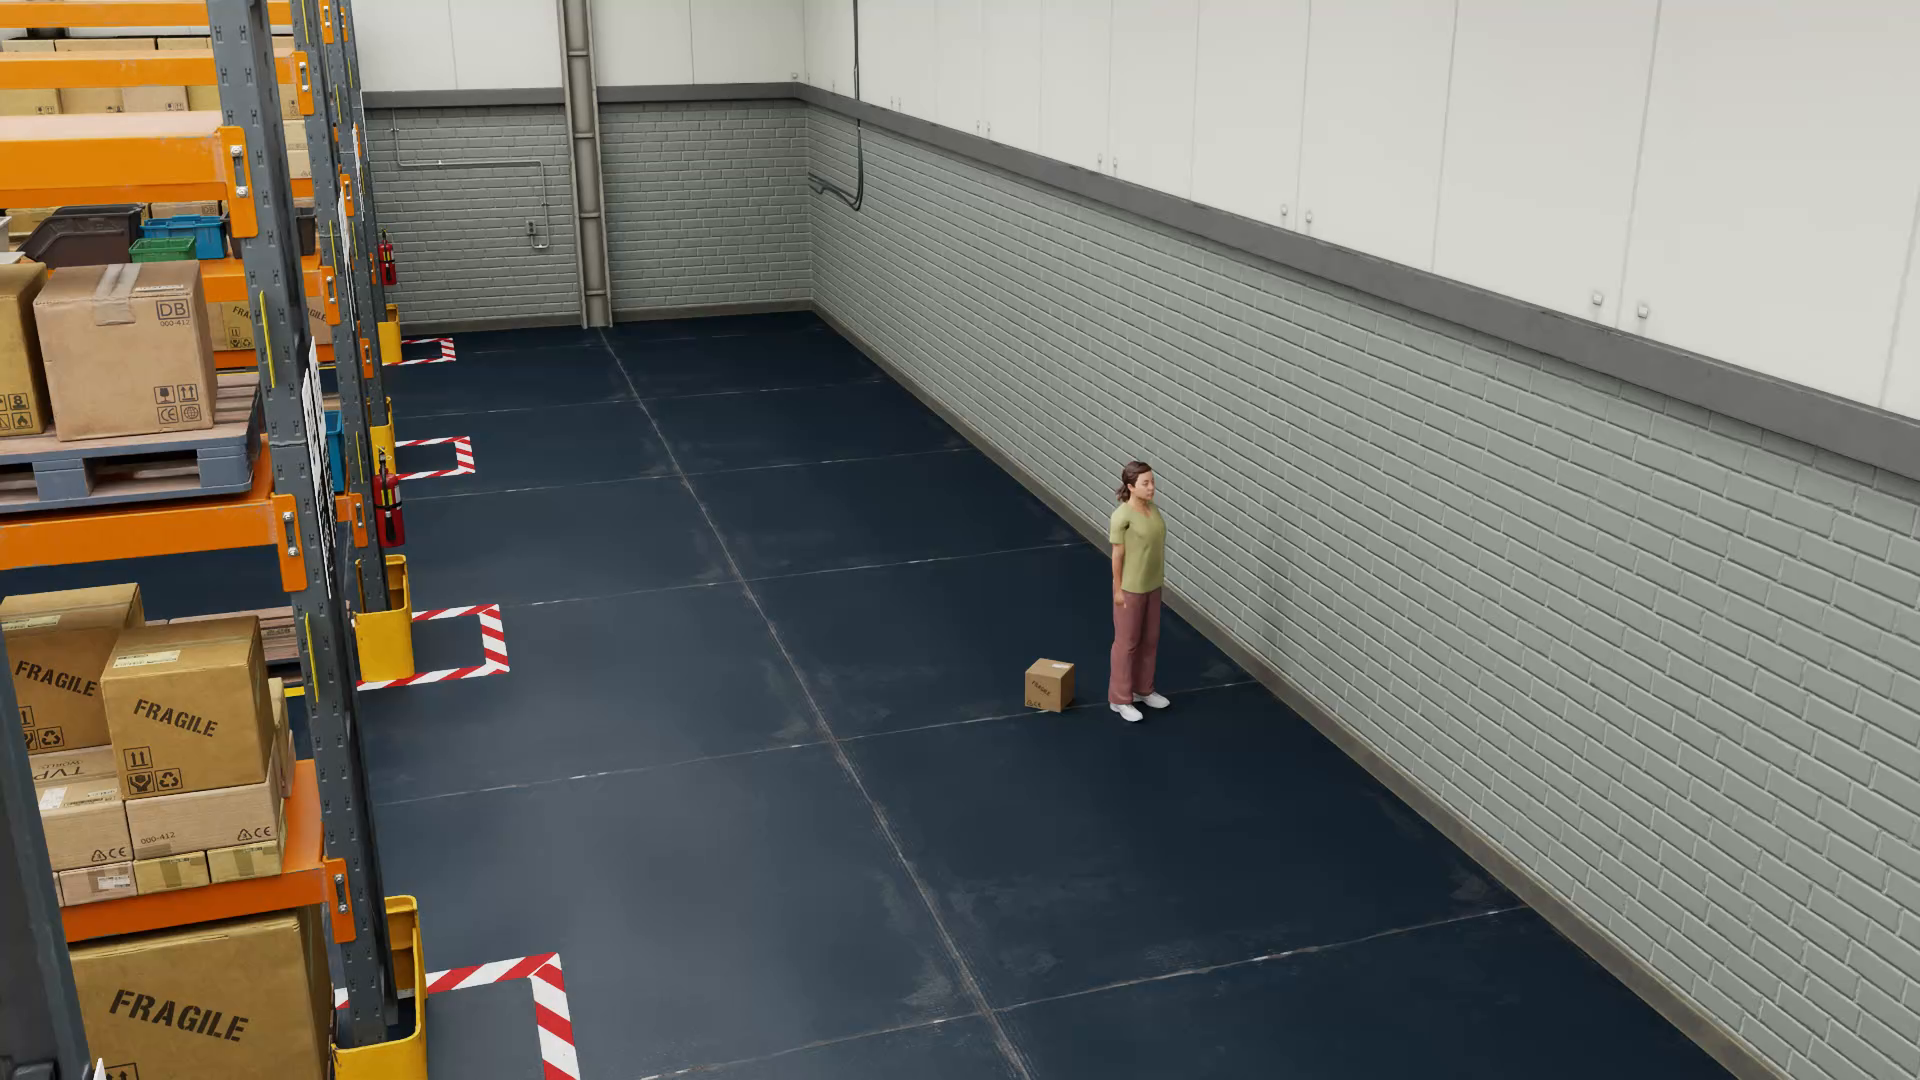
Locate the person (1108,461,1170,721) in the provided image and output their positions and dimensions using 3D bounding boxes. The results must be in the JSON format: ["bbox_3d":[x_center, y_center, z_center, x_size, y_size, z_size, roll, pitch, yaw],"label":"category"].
[{"bbox_3d":[1.151,0.307,10.697,0.389,1.671,0.427,17,25,40],"label":"person"}]
